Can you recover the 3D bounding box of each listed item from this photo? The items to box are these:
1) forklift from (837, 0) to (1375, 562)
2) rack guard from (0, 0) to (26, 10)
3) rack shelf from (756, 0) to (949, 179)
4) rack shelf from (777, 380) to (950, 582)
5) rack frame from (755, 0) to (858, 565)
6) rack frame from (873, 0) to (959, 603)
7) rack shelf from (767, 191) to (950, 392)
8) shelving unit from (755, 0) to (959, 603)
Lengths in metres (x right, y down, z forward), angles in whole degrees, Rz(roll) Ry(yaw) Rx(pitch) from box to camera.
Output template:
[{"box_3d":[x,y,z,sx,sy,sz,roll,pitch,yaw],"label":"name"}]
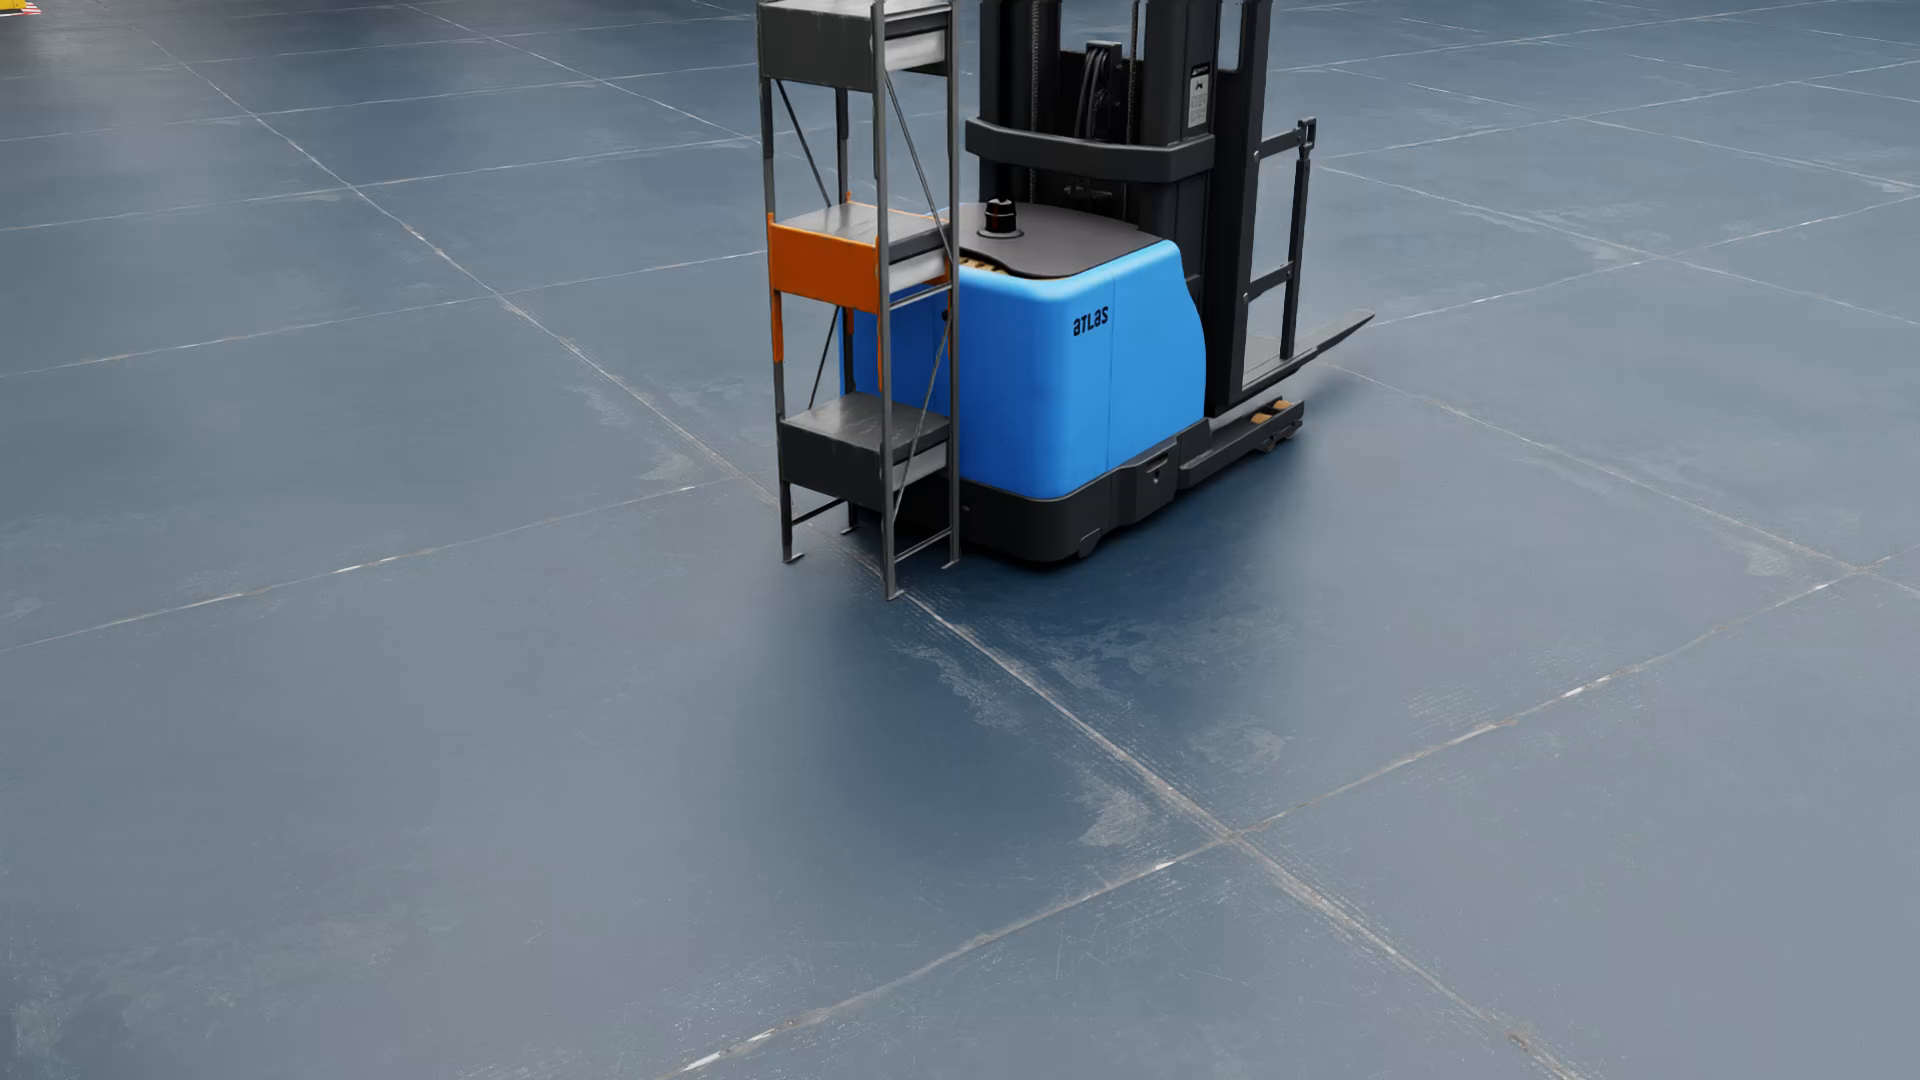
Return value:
[{"box_3d":[0.829,-1.810,6.651,1.130,2.935,3.031,18,31,34],"label":"forklift"},{"box_3d":[-11.465,-6.355,19.126,1.175,0.500,0.348,-16,29,-30],"label":"rack guard"},{"box_3d":[-0.324,-1.485,5.329,0.480,0.518,0.431,18,31,34],"label":"rack shelf"},{"box_3d":[-0.324,-0.219,5.927,0.480,0.518,0.431,18,31,34],"label":"rack shelf"},{"box_3d":[-0.517,-0.928,5.757,0.015,2.100,0.400,18,31,34],"label":"rack frame"},{"box_3d":[-0.131,-0.801,5.487,0.015,2.100,0.400,18,31,34],"label":"rack frame"},{"box_3d":[-0.324,-0.852,5.628,0.480,0.518,0.431,18,31,34],"label":"rack shelf"},{"box_3d":[-0.324,-0.865,5.622,0.503,2.100,0.431,18,31,34],"label":"shelving unit"}]
